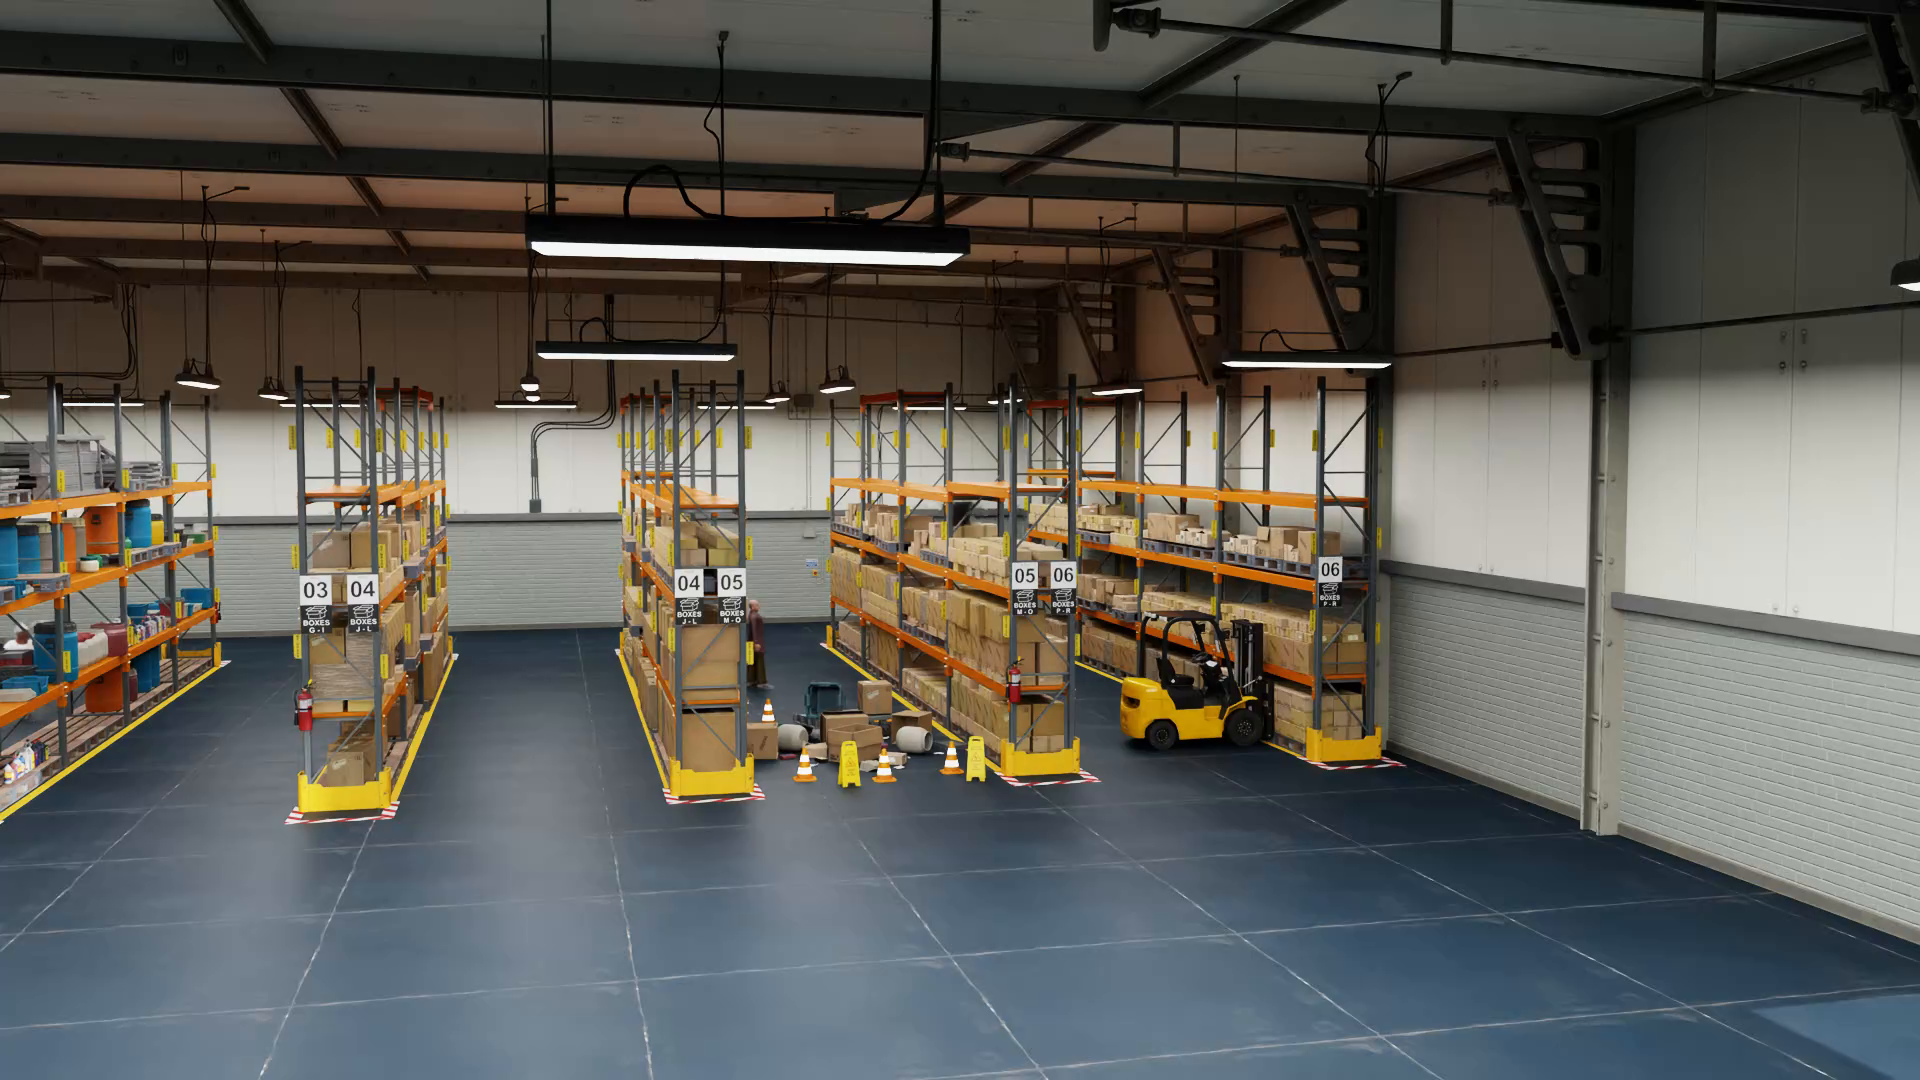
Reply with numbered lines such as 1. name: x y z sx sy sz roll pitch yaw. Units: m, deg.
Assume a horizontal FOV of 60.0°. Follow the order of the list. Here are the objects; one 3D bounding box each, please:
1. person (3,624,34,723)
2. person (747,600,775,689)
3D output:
1. person: -16.769 2.370 29.674 0.497 1.730 1.013 0 3 -8
2. person: -4.087 2.103 33.718 0.549 1.803 0.611 -1 4 -21
